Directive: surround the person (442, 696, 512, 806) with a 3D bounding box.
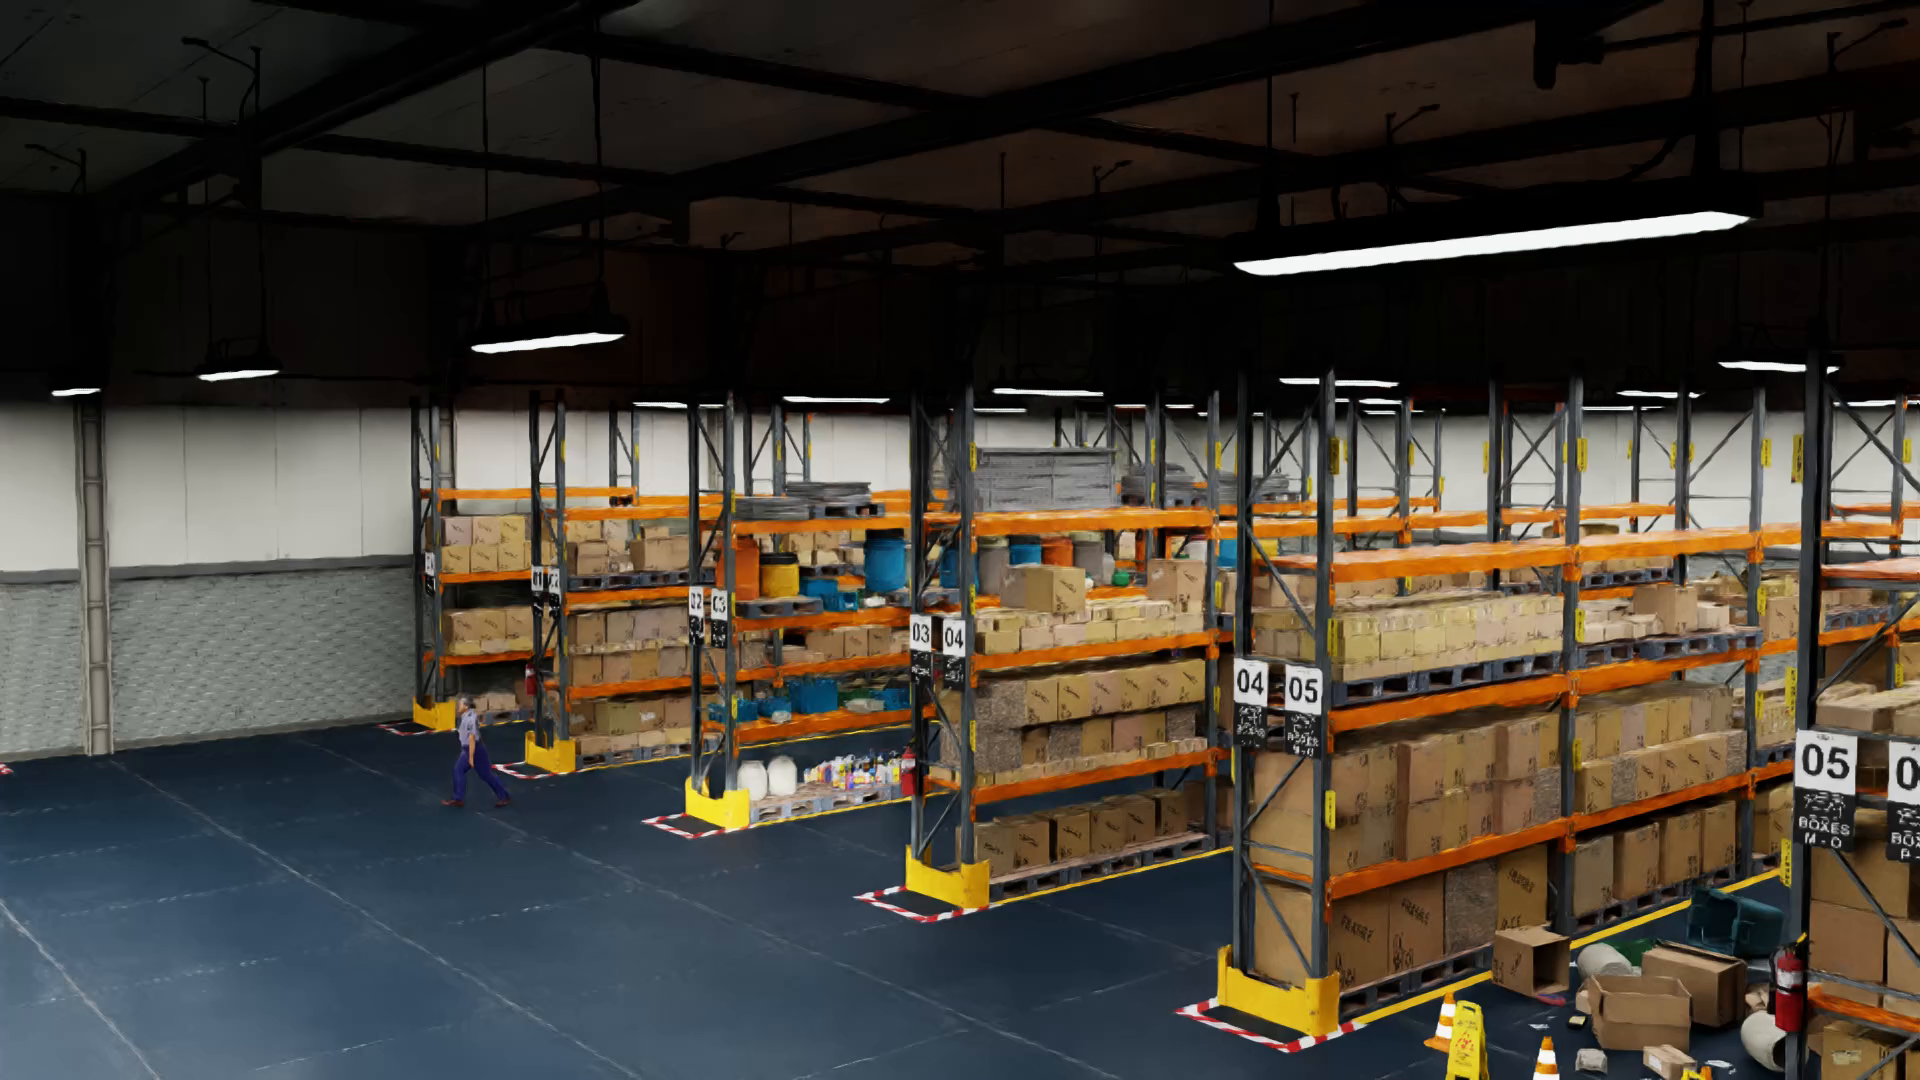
[{"bbox_3d":[-6.840,3.038,23.502,0.942,1.479,0.524,-1,4,-18],"label":"person"}]
